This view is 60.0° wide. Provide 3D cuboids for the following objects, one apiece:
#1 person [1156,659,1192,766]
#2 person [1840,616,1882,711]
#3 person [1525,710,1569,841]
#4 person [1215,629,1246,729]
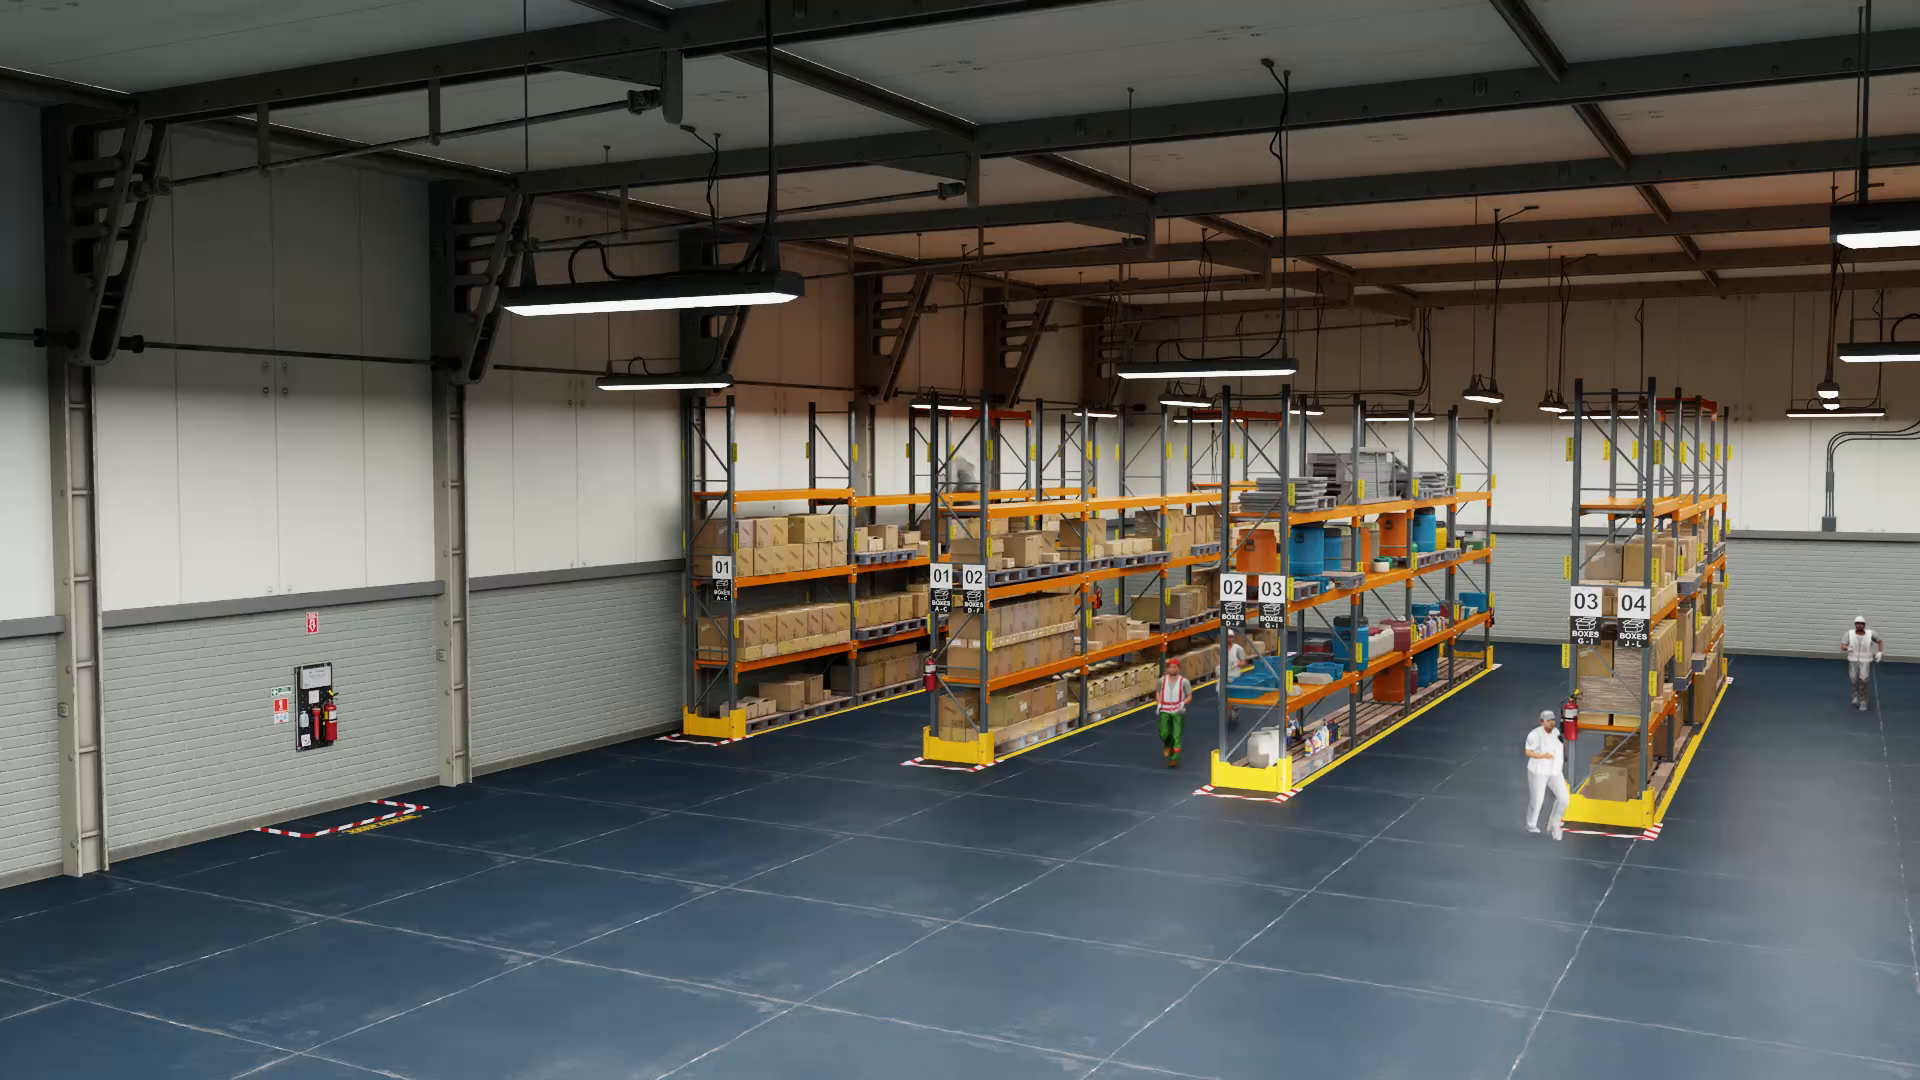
[{"bbox_3d":[3.391,2.752,26.480,0.593,1.725,0.569,1,3,14],"label":"person"},{"bbox_3d":[17.569,2.414,32.449,0.702,1.857,0.776,2,4,36],"label":"person"},{"bbox_3d":[7.609,3.049,21.547,0.602,1.697,0.676,0,3,-7],"label":"person"},{"bbox_3d":[4.923,2.511,30.327,0.573,1.805,0.890,1,3,17],"label":"person"}]
